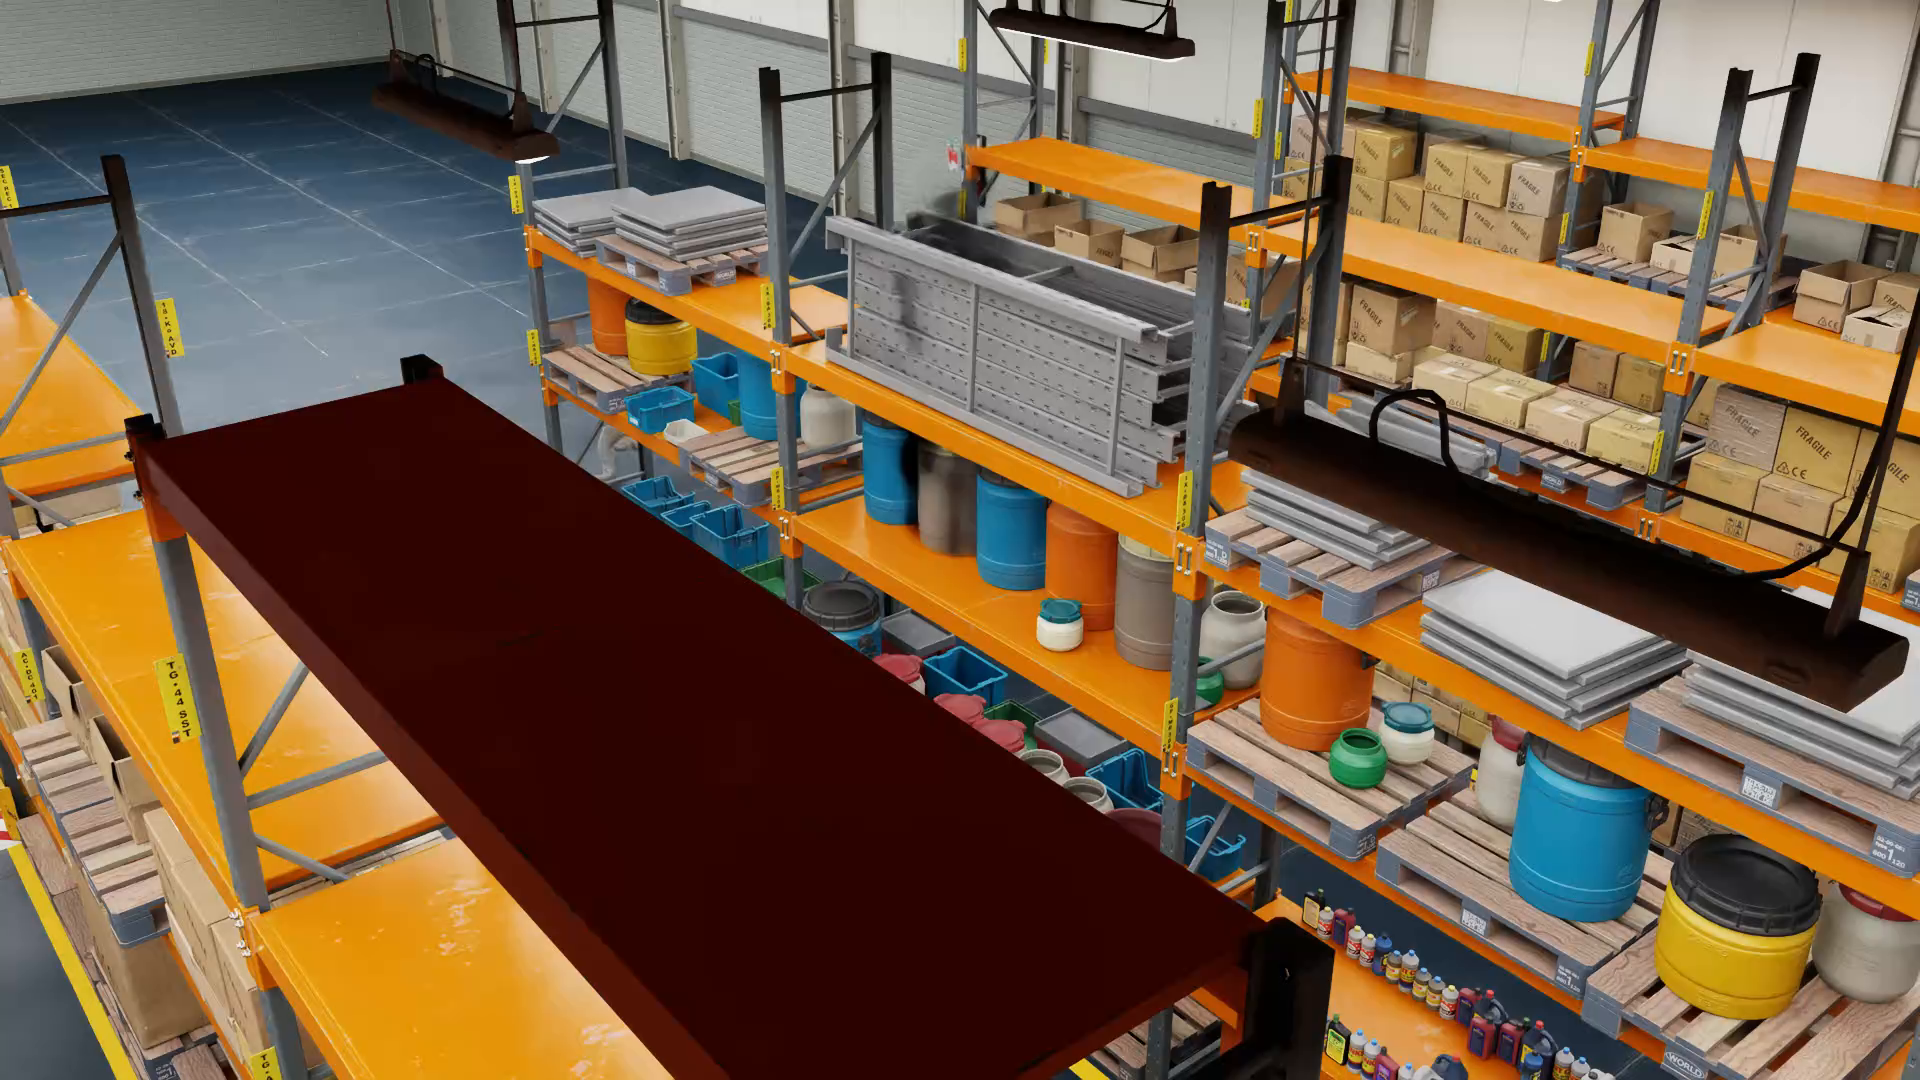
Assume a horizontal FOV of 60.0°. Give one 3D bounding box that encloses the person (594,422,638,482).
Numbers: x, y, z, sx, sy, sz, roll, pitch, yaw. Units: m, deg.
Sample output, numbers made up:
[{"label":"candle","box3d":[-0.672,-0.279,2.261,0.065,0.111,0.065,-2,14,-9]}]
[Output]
[{"label":"person","box3d":[-3.975,-1.443,19.405,0.769,1.624,0.621,-5,26,-10]}]
